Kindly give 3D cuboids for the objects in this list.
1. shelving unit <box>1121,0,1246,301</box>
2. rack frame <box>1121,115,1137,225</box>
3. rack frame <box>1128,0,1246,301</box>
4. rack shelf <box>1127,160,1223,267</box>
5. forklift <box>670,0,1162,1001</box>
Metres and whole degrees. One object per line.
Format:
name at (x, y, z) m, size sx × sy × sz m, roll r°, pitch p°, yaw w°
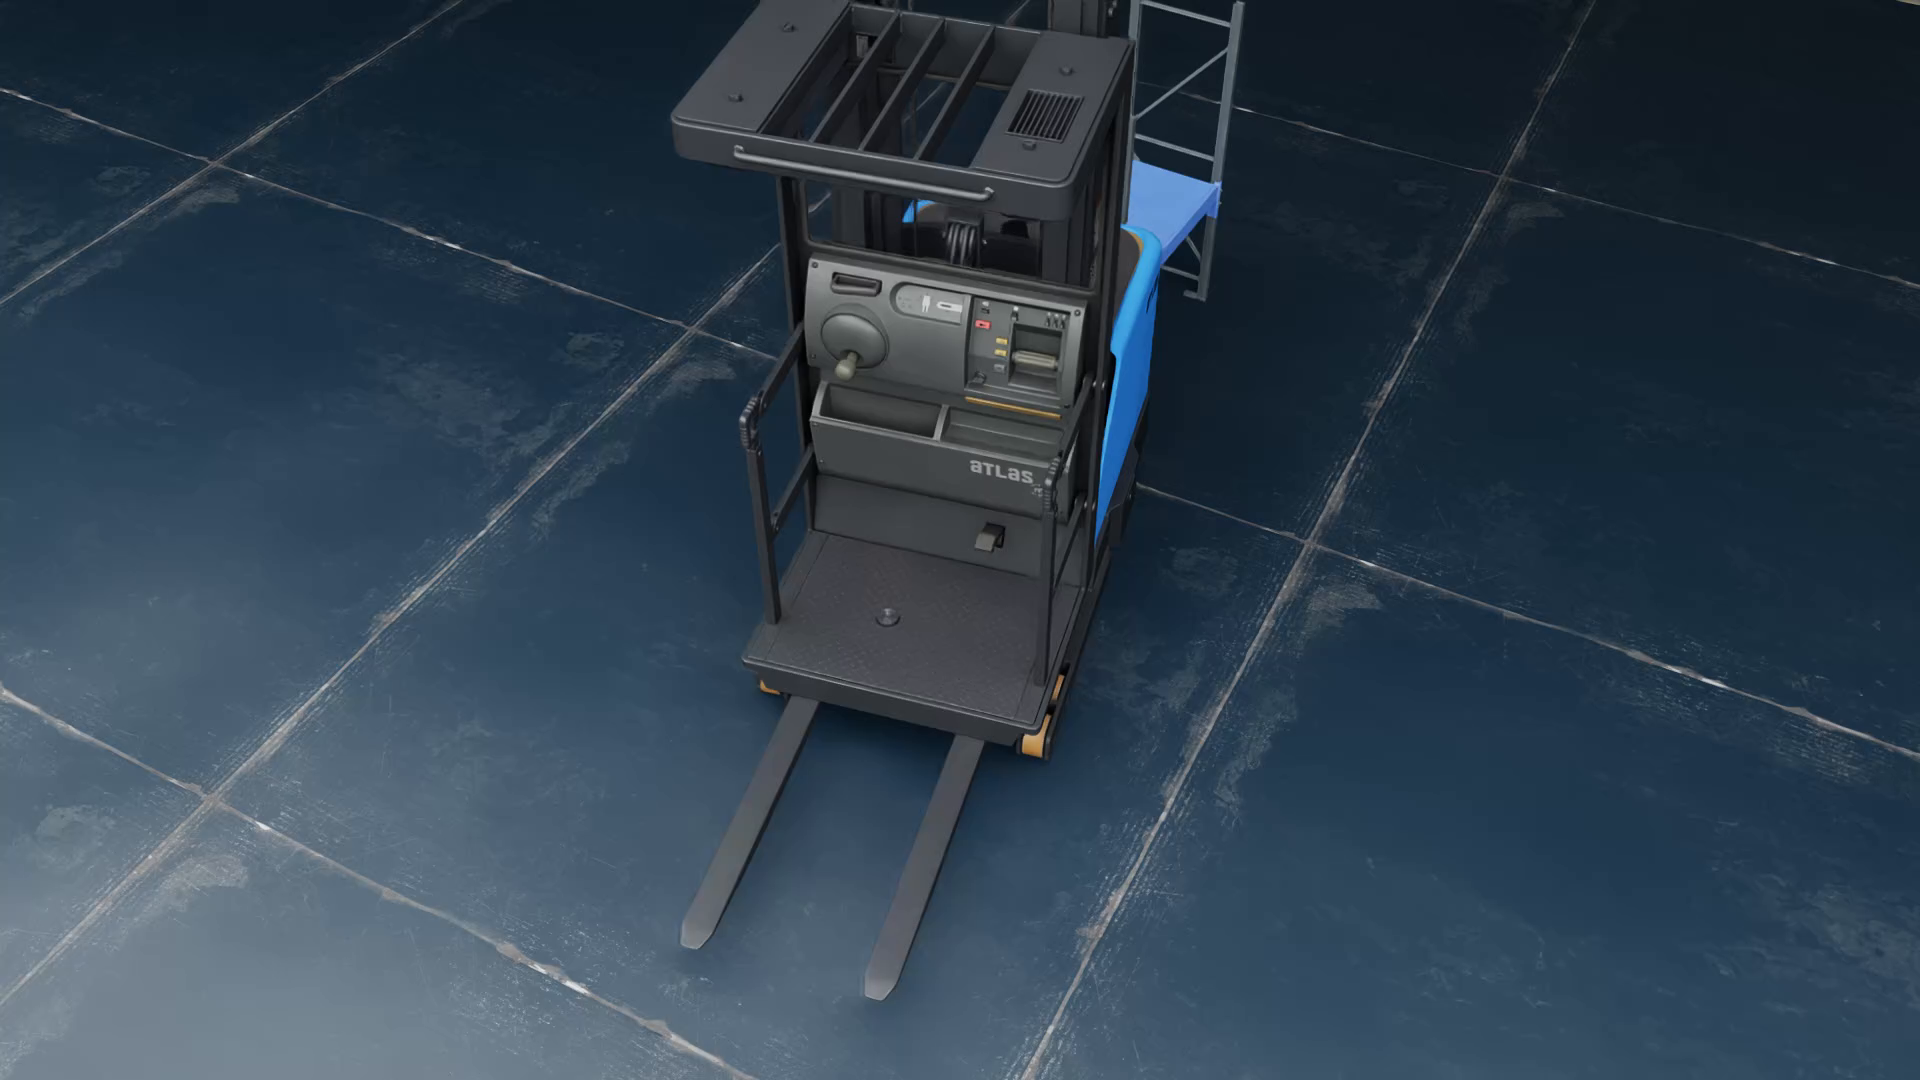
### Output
shelving unit at (0.692, -1.443, 7.122) m, size 0.538 × 1.500 × 1.048 m, roll 23°, pitch 50°, yaw 21°
rack frame at (0.436, -1.131, 6.813) m, size 0.500 × 1.500 × 0.032 m, roll 23°, pitch 50°, yaw 21°
rack frame at (0.948, -1.755, 7.430) m, size 0.500 × 1.500 × 0.032 m, roll 23°, pitch 50°, yaw 21°
rack shelf at (0.692, -1.317, 7.250) m, size 0.538 × 0.185 × 1.000 m, roll 23°, pitch 50°, yaw 21°
forklift at (-0.117, -0.572, 5.254) m, size 1.130 × 2.935 × 3.031 m, roll 12°, pitch 47°, yaw 12°
